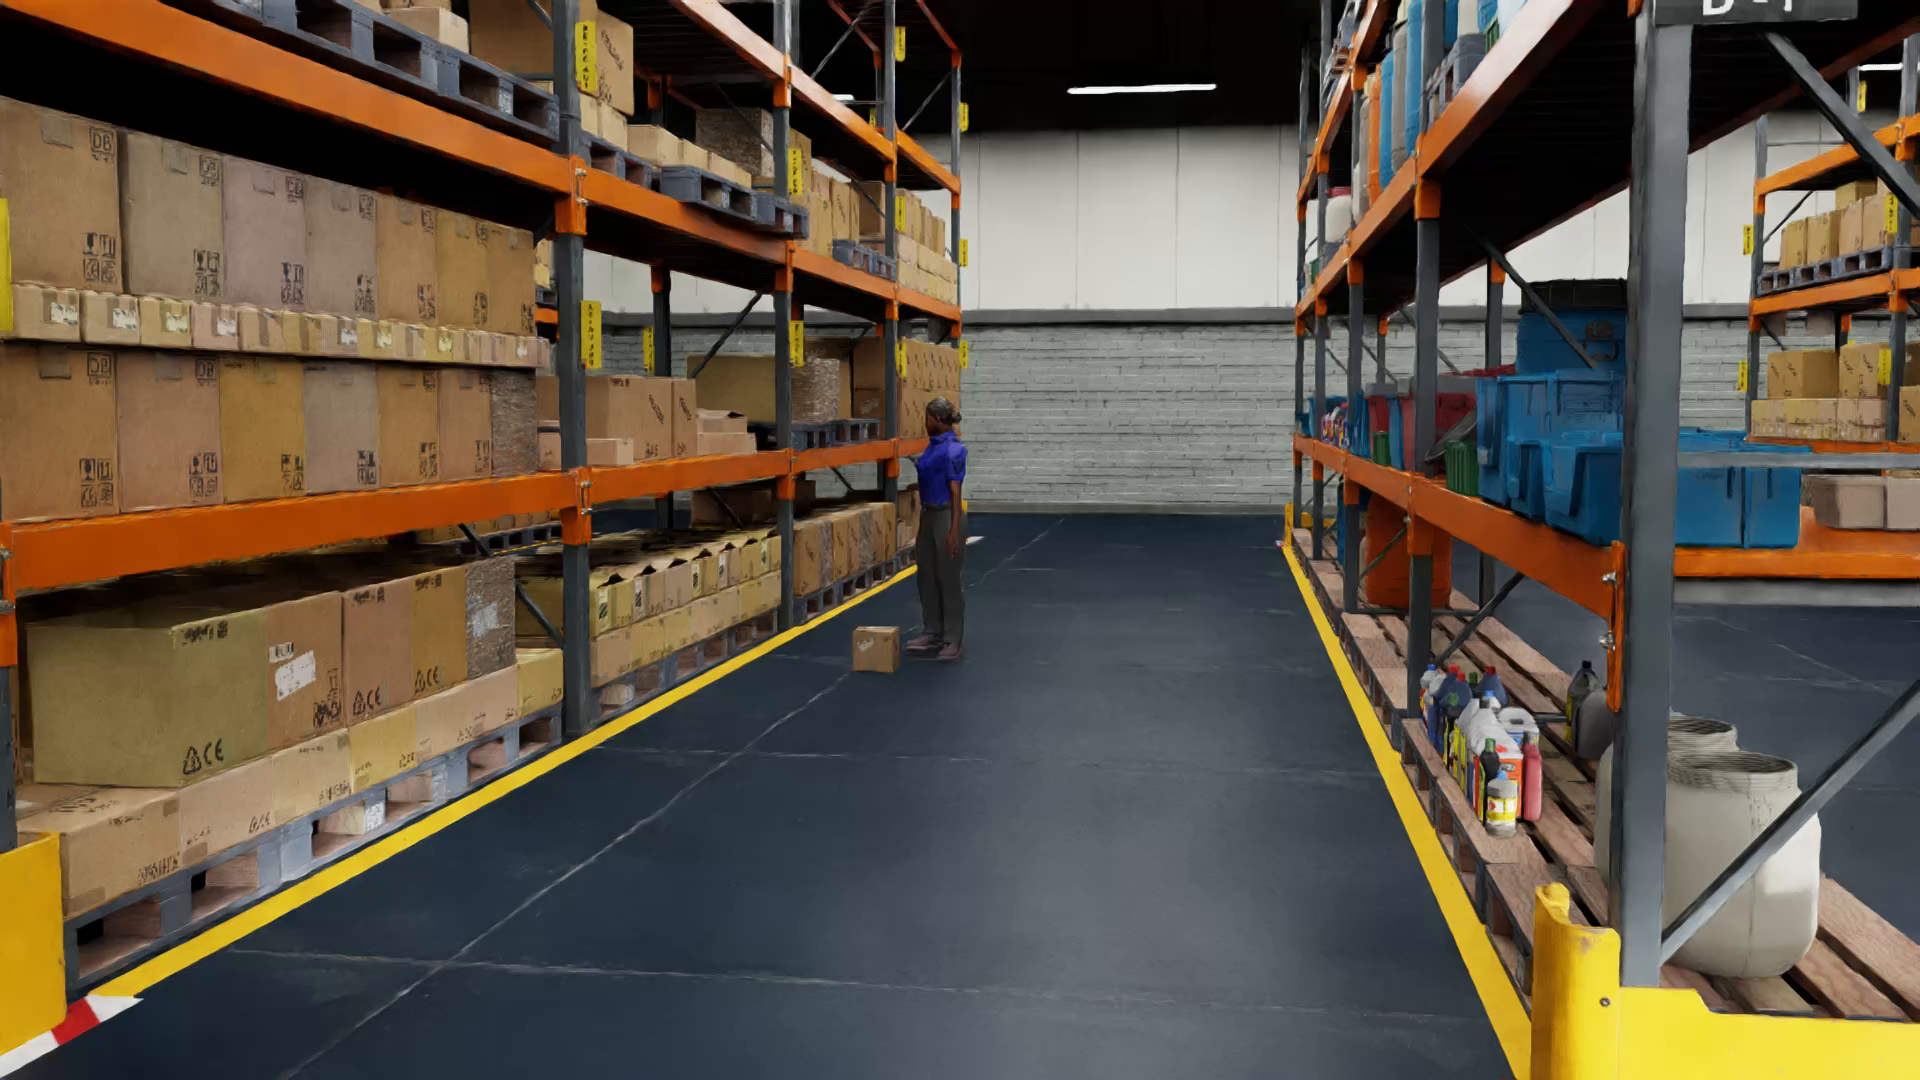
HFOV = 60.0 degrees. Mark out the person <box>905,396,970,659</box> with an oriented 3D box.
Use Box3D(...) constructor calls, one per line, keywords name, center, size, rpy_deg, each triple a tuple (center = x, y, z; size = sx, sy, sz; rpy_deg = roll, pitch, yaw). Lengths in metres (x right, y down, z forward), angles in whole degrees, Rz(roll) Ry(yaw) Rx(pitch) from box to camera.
Box3D(name="person", center=(-0.114, -0.089, 10.704), size=(0.319, 1.663, 0.549), rpy_deg=(-3, 5, -30))
